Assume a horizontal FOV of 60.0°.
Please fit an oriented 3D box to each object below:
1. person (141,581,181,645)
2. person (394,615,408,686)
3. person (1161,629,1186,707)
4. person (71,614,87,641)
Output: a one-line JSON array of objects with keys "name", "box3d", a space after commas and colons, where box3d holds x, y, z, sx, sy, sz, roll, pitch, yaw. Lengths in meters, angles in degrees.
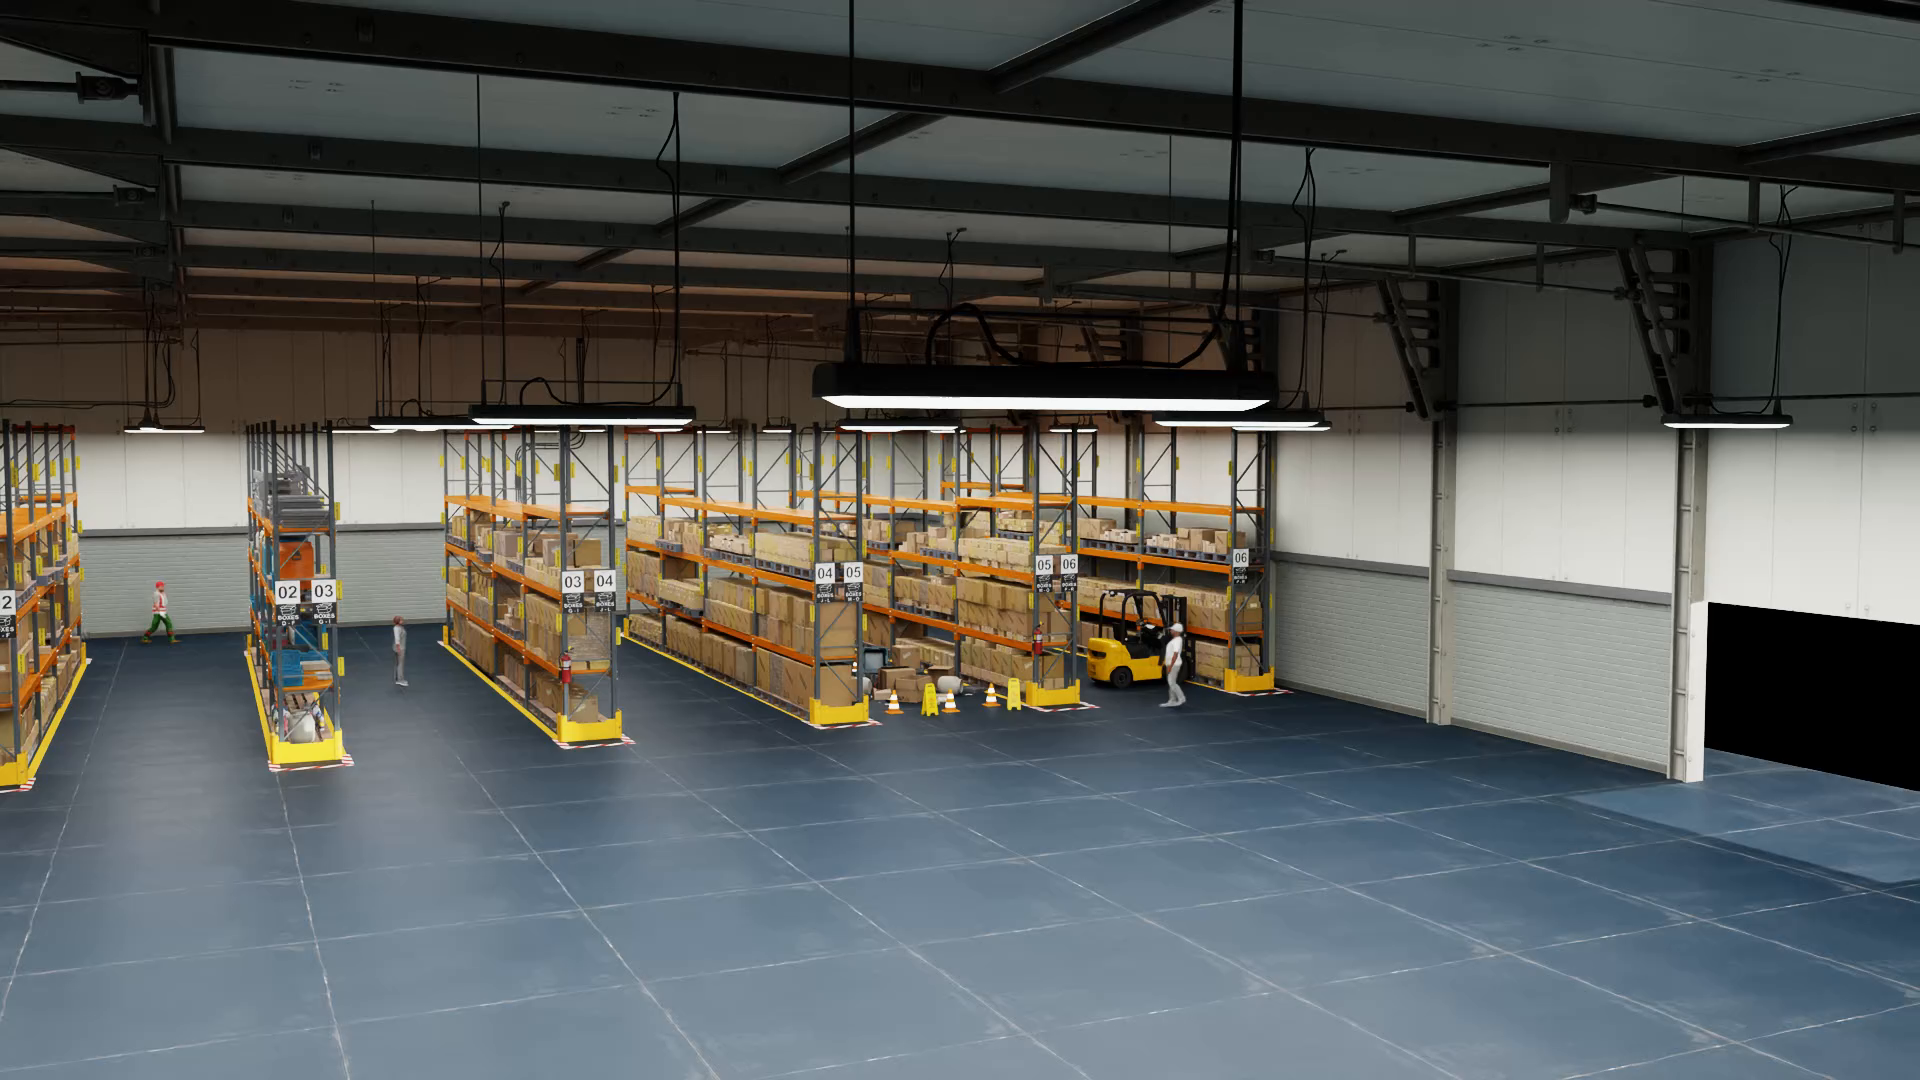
[{"name": "person", "box3d": [-21.946, 2.009, 45.630, 1.012, 1.752, 0.560, 0, 4, -5]}, {"name": "person", "box3d": [-12.879, 2.592, 38.302, 0.296, 1.517, 0.480, -1, 4, -22]}, {"name": "person", "box3d": [4.495, 2.661, 35.080, 0.471, 1.733, 0.643, -1, 4, -15]}, {"name": "person", "box3d": [-22.873, 2.230, 43.043, 0.489, 1.610, 0.659, -2, 4, -26]}]
